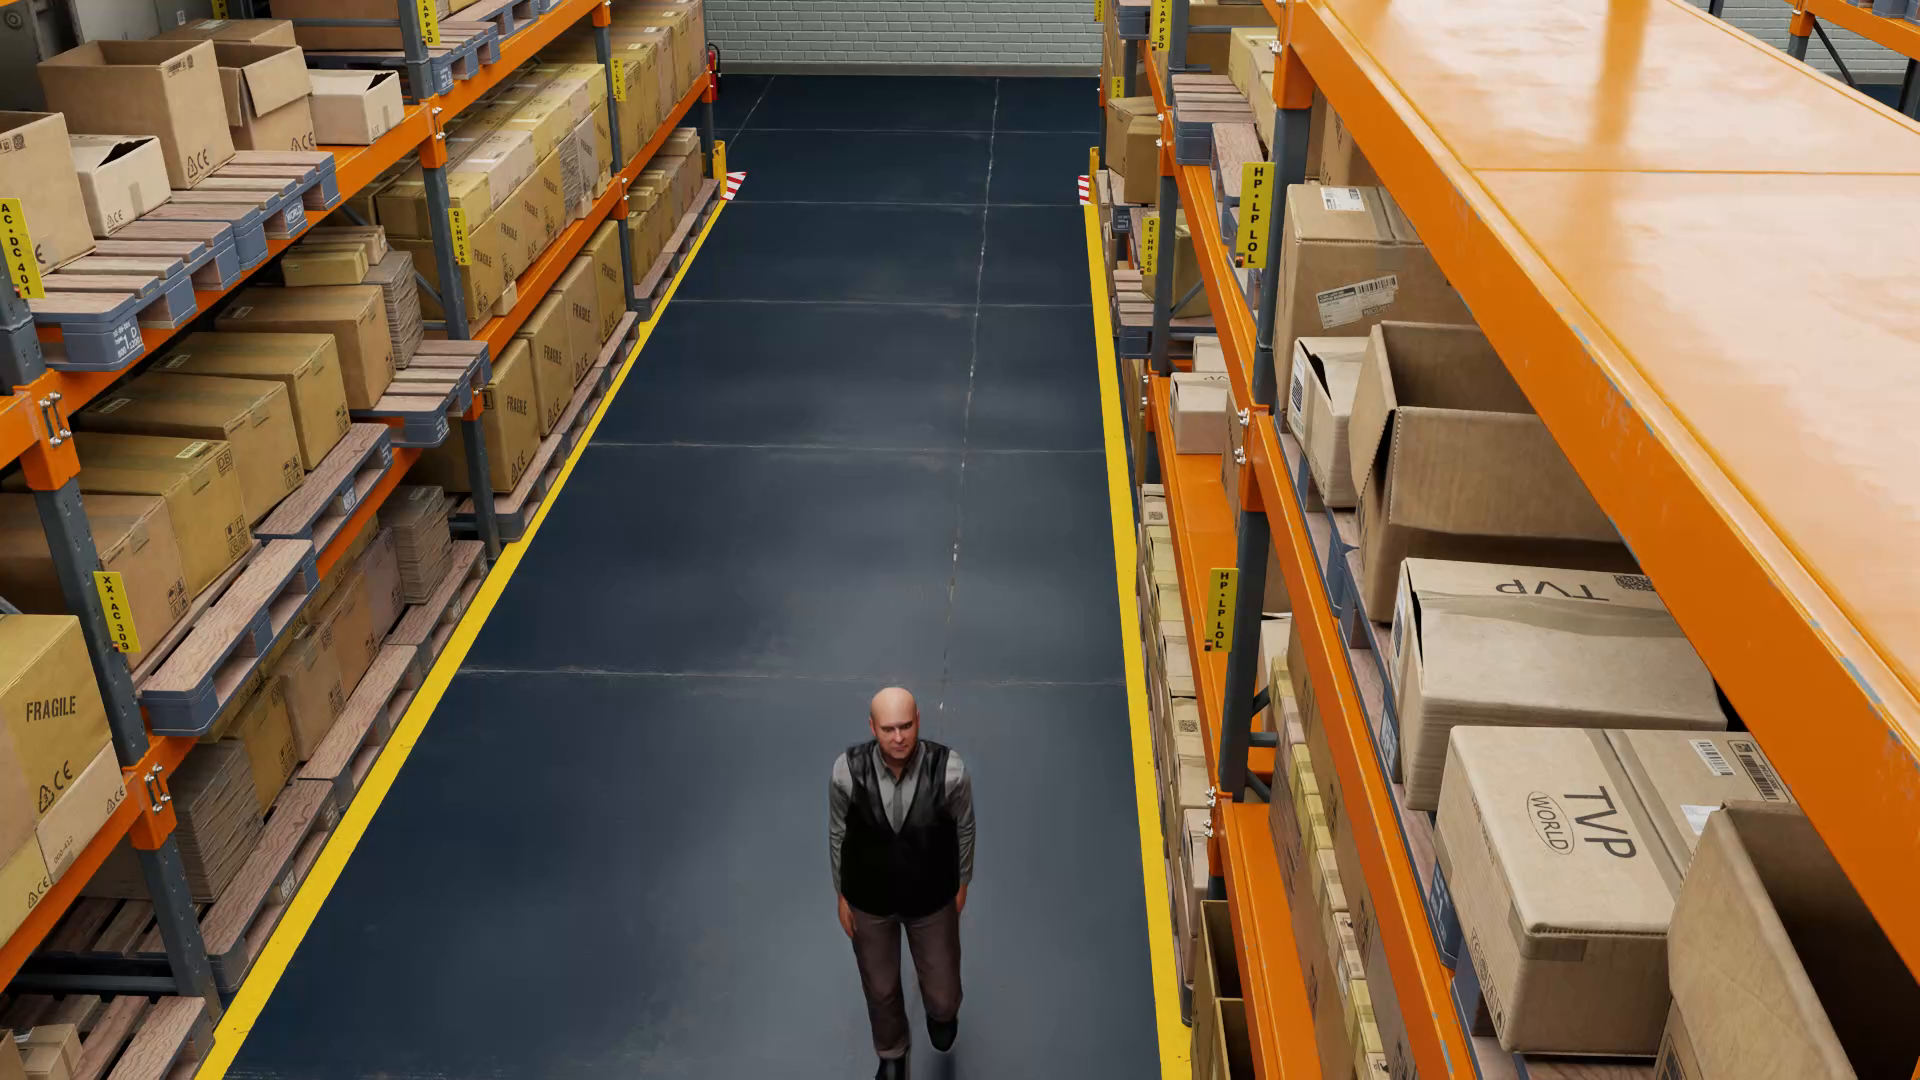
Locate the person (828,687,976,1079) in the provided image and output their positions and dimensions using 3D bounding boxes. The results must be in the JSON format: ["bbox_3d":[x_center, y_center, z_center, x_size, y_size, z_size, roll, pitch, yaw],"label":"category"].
[{"bbox_3d":[-0.210,1.297,6.138,0.535,1.711,0.488,1,28,2],"label":"person"}]
